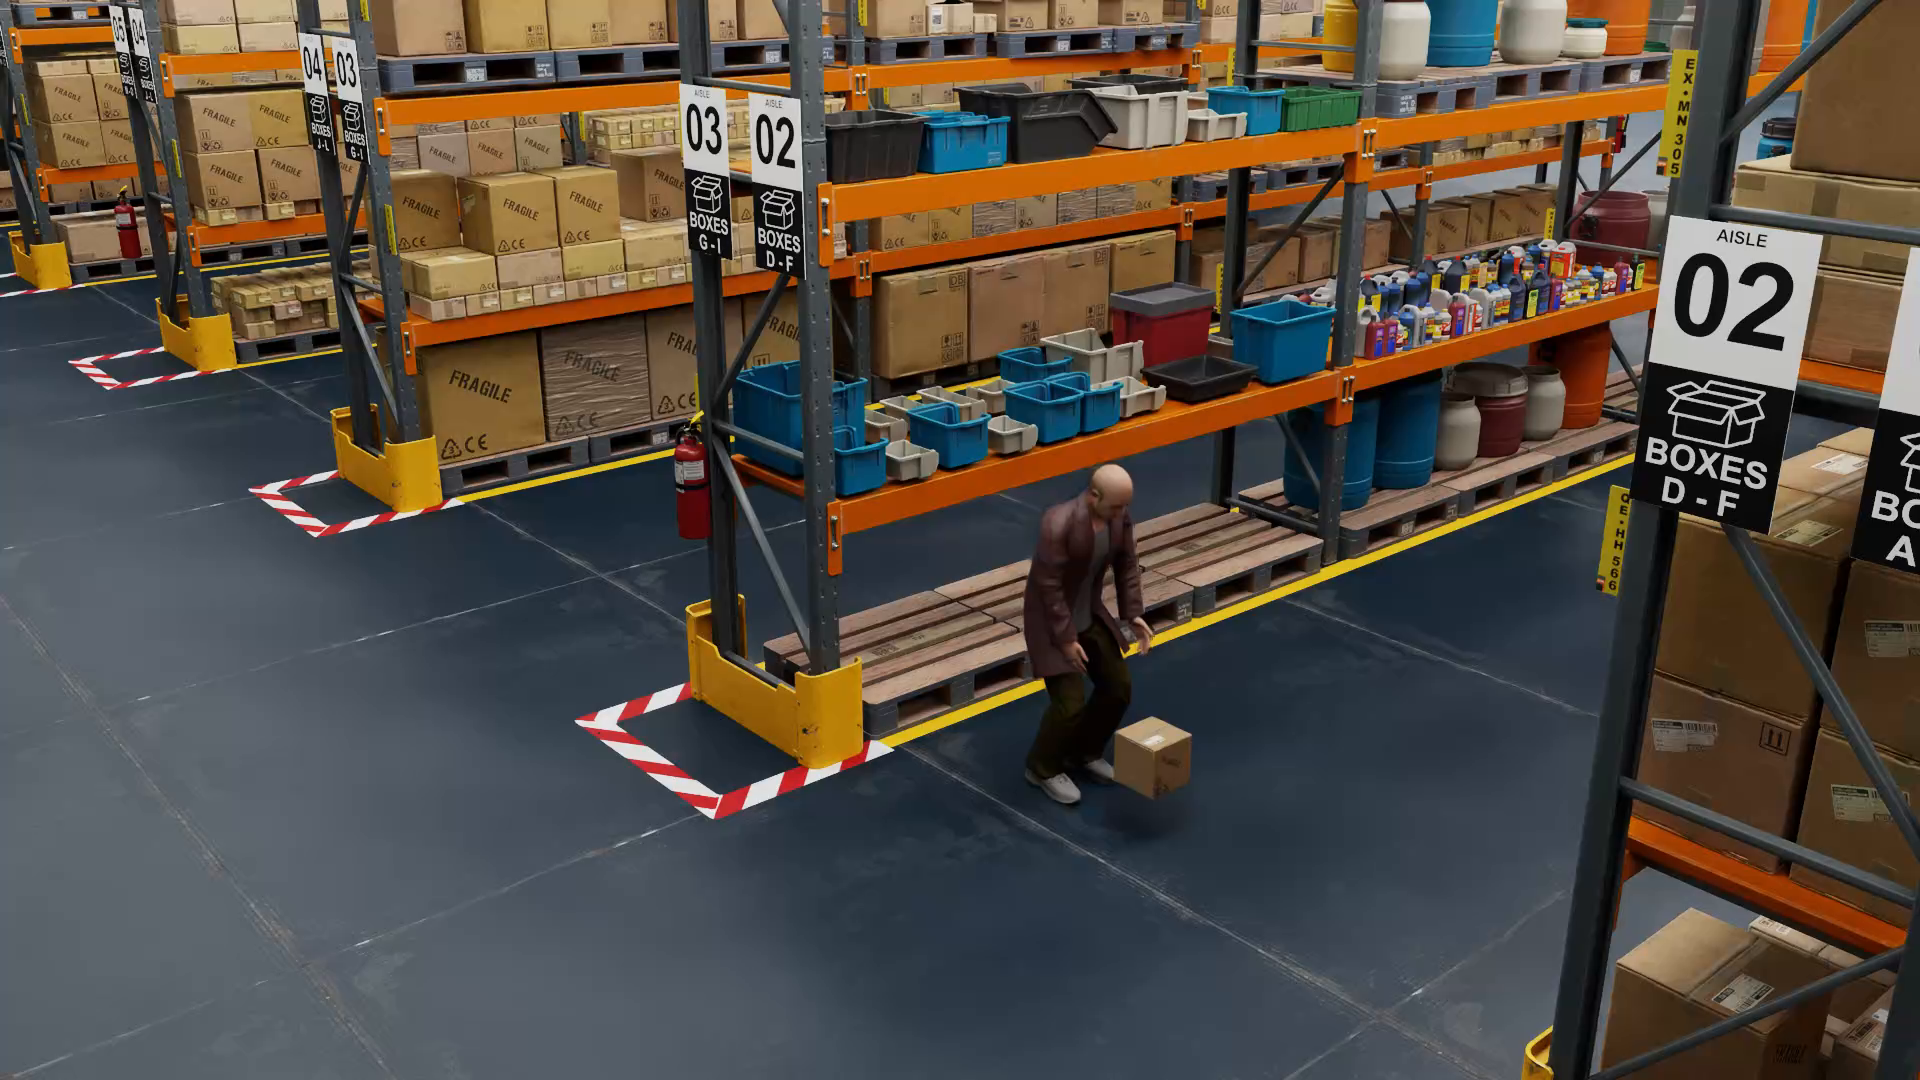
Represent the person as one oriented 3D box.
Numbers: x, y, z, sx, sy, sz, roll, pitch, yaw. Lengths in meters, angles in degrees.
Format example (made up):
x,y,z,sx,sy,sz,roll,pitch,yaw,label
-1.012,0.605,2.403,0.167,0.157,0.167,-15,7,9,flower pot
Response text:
x,y,z,sx,sy,sz,roll,pitch,yaw,label
0.575,0.403,7.814,0.612,1.643,0.516,-16,26,-37,person
